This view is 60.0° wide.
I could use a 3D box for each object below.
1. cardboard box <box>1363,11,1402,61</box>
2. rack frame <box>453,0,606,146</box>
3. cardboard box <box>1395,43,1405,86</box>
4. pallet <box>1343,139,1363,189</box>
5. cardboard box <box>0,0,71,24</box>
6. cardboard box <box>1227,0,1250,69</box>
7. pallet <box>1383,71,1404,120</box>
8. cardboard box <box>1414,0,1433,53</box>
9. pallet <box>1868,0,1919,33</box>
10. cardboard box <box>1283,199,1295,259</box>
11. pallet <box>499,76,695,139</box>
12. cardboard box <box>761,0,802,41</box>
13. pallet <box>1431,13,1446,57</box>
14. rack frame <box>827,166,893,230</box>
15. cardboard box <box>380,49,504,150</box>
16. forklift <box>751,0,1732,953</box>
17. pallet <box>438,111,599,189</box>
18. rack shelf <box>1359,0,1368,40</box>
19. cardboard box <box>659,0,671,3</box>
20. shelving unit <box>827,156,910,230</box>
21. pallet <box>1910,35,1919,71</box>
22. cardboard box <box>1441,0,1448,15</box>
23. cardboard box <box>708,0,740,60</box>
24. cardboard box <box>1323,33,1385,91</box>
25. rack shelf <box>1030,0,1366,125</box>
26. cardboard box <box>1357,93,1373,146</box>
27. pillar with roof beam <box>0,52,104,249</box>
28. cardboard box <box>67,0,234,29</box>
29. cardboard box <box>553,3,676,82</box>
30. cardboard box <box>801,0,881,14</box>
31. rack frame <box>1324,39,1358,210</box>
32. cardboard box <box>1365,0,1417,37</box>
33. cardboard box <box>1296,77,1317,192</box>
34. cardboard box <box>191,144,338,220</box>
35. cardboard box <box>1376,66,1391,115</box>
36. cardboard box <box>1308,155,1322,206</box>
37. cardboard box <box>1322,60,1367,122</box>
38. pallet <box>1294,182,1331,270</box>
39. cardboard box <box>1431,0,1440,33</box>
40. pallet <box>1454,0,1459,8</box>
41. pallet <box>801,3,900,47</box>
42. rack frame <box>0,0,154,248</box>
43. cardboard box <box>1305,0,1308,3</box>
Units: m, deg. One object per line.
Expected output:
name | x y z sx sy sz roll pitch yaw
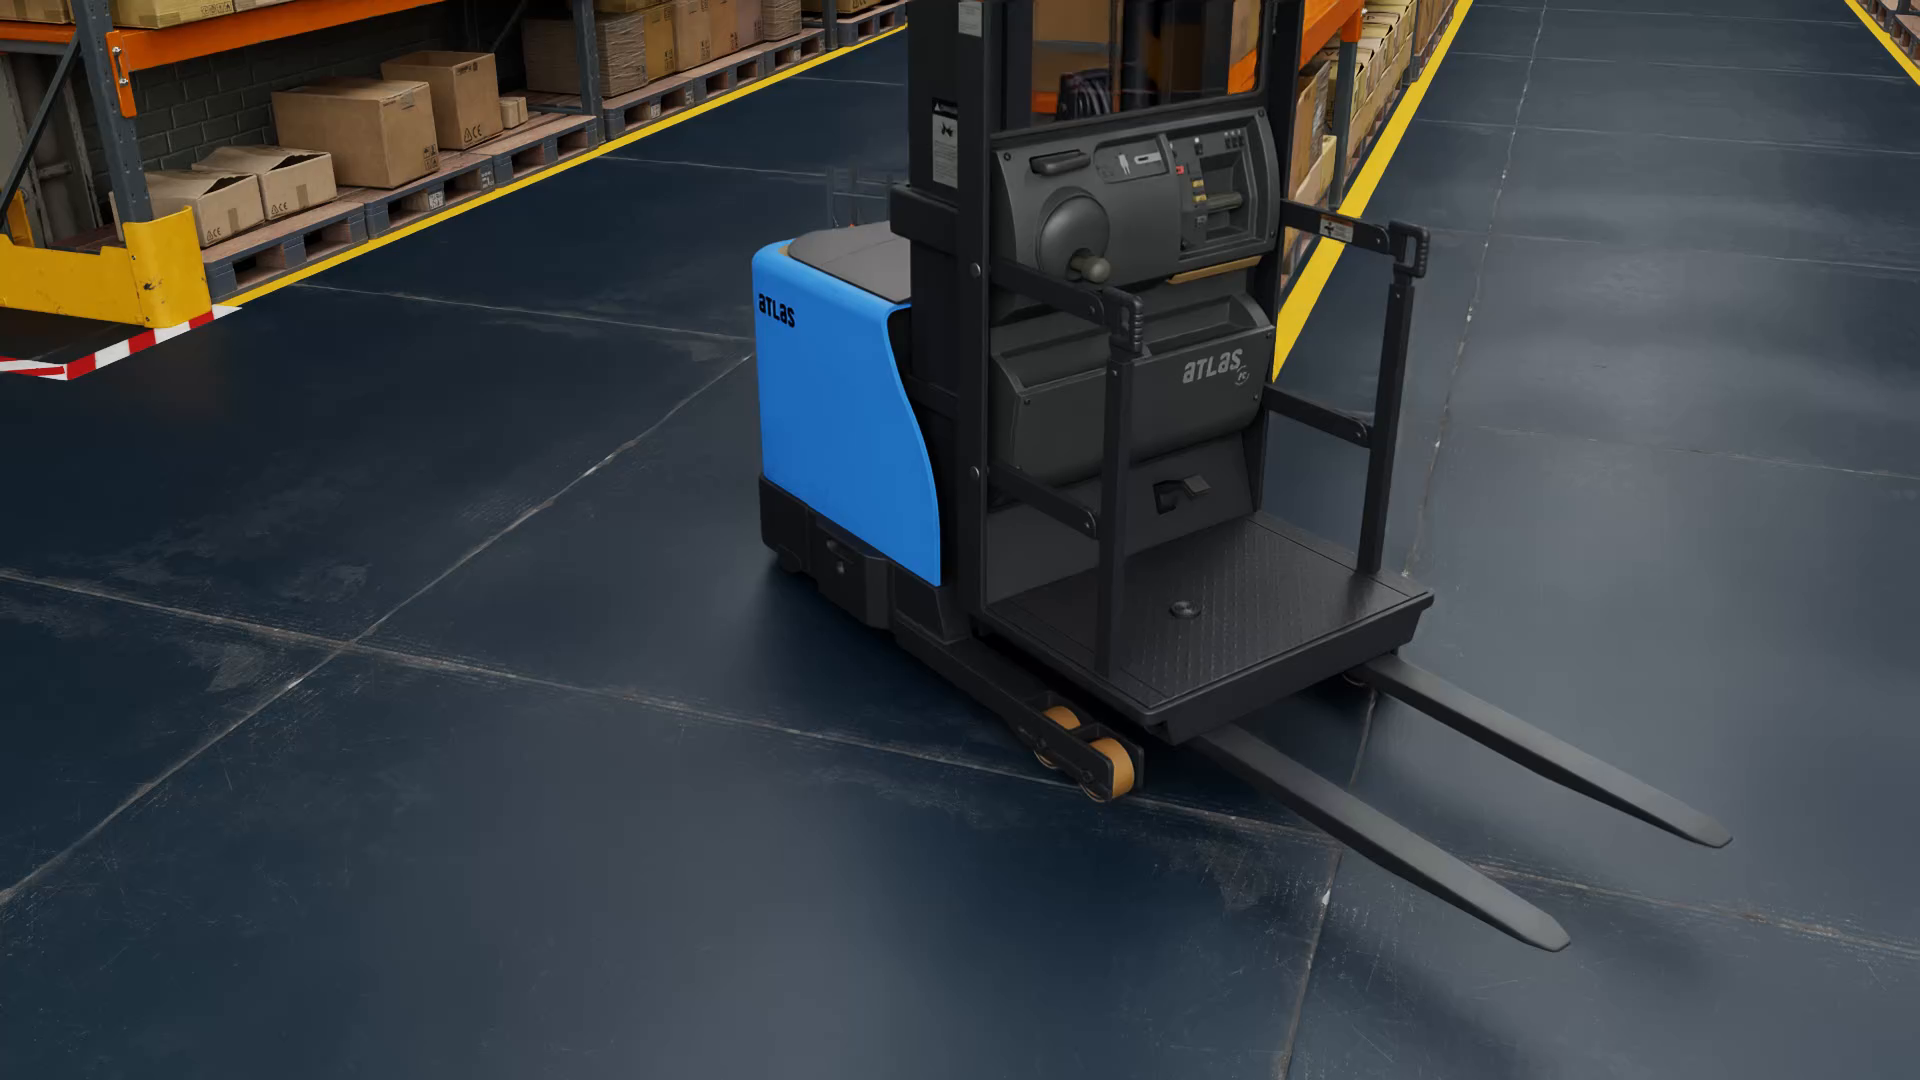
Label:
cardboard box | 2.821 -3.560 11.691 0.500 0.311 0.500 9 27 17
rack frame | -2.903 -4.102 10.780 1.000 3.000 0.127 9 27 17
cardboard box | 2.987 -3.516 12.244 0.500 0.250 0.500 8 27 17
pallet | 1.978 -2.438 10.544 1.003 0.211 1.213 9 27 17
cardboard box | -4.262 -2.620 7.868 0.500 0.250 0.500 9 27 18
cardboard box | 0.776 -2.193 6.722 0.700 0.500 0.500 9 27 19
pallet | 2.789 -3.441 12.615 1.003 0.211 1.213 9 27 17
cardboard box | 3.521 -4.247 13.444 0.500 0.500 0.500 10 28 20
pallet | 9.309 -5.005 15.846 1.003 0.211 1.213 9 27 17
cardboard box | 1.327 -1.497 8.073 0.500 0.250 0.500 9 27 17
pallet | -2.646 -3.167 12.049 1.003 0.211 1.213 9 27 17
cardboard box | -1.763 -4.515 13.997 0.700 0.500 0.500 9 27 18
pallet | 3.792 -4.575 14.956 1.003 0.211 1.213 9 27 17
rack frame | -0.339 -0.687 5.783 0.240 1.200 0.006 10 26 20
cardboard box | -3.211 -2.743 10.336 0.500 0.500 0.500 7 27 14
forklift | 0.612 -0.878 4.199 1.130 2.935 3.031 -18 31 -32
pallet | -3.094 -2.566 10.807 1.003 0.211 1.213 9 27 17
rack shelf | 2.435 -3.883 11.154 1.077 0.370 4.000 9 27 17
cardboard box | -2.361 -4.213 12.512 0.500 0.250 0.500 8 27 16
shelving unit | -0.305 -0.722 5.860 0.258 1.200 0.189 10 26 20
pallet | 8.401 -3.884 13.529 1.003 0.211 1.213 9 27 17
cardboard box | 4.198 -5.093 15.191 0.500 0.500 0.500 9 27 18
cardboard box | -2.183 -4.112 13.164 0.700 0.500 0.500 9 27 17
cardboard box | 2.484 -3.140 10.824 0.500 0.311 0.500 8 27 16
rack shelf | 1.104 -2.239 7.759 1.077 0.370 4.000 9 27 17
cardboard box | 2.308 -2.676 10.509 0.500 0.250 0.500 9 27 19
pillar with roof beam | -0.758 -4.947 5.641 9.100 9.000 0.400 9 27 17
cardboard box | -3.773 -2.554 7.732 0.500 0.250 0.500 8 27 16
cardboard box | -2.550 -3.699 12.312 0.700 0.500 0.500 8 27 16
cardboard box | -1.204 -5.250 15.137 0.750 0.750 0.750 8 27 17
rack frame | 1.769 -3.385 9.299 1.000 3.000 0.127 9 27 17
cardboard box | 3.158 -3.982 12.561 0.500 0.311 0.500 9 27 19
cardboard box | 1.481 -2.042 8.338 0.500 0.500 0.500 9 27 17
cardboard box | -3.730 -1.951 8.919 0.500 0.311 0.500 11 28 22
cardboard box | 2.648 -3.098 11.380 0.500 0.250 0.500 9 27 18
cardboard box | 1.645 -1.910 8.926 0.500 0.250 0.500 9 27 17
cardboard box | 2.142 -2.723 9.961 0.500 0.311 0.500 9 27 18
pallet | 1.465 -1.809 9.244 1.003 0.211 1.213 9 27 17
cardboard box | 3.862 -4.669 14.314 0.500 0.500 0.500 8 27 17
pallet | 4.661 -5.700 17.280 1.003 0.211 1.213 9 27 17
pallet | -1.239 -4.804 15.429 1.003 0.211 1.213 9 27 17
rack frame | -4.235 -2.458 7.385 1.000 3.000 0.127 9 27 17
cardboard box | 1.458 -3.029 8.449 0.700 0.500 0.500 8 27 17
